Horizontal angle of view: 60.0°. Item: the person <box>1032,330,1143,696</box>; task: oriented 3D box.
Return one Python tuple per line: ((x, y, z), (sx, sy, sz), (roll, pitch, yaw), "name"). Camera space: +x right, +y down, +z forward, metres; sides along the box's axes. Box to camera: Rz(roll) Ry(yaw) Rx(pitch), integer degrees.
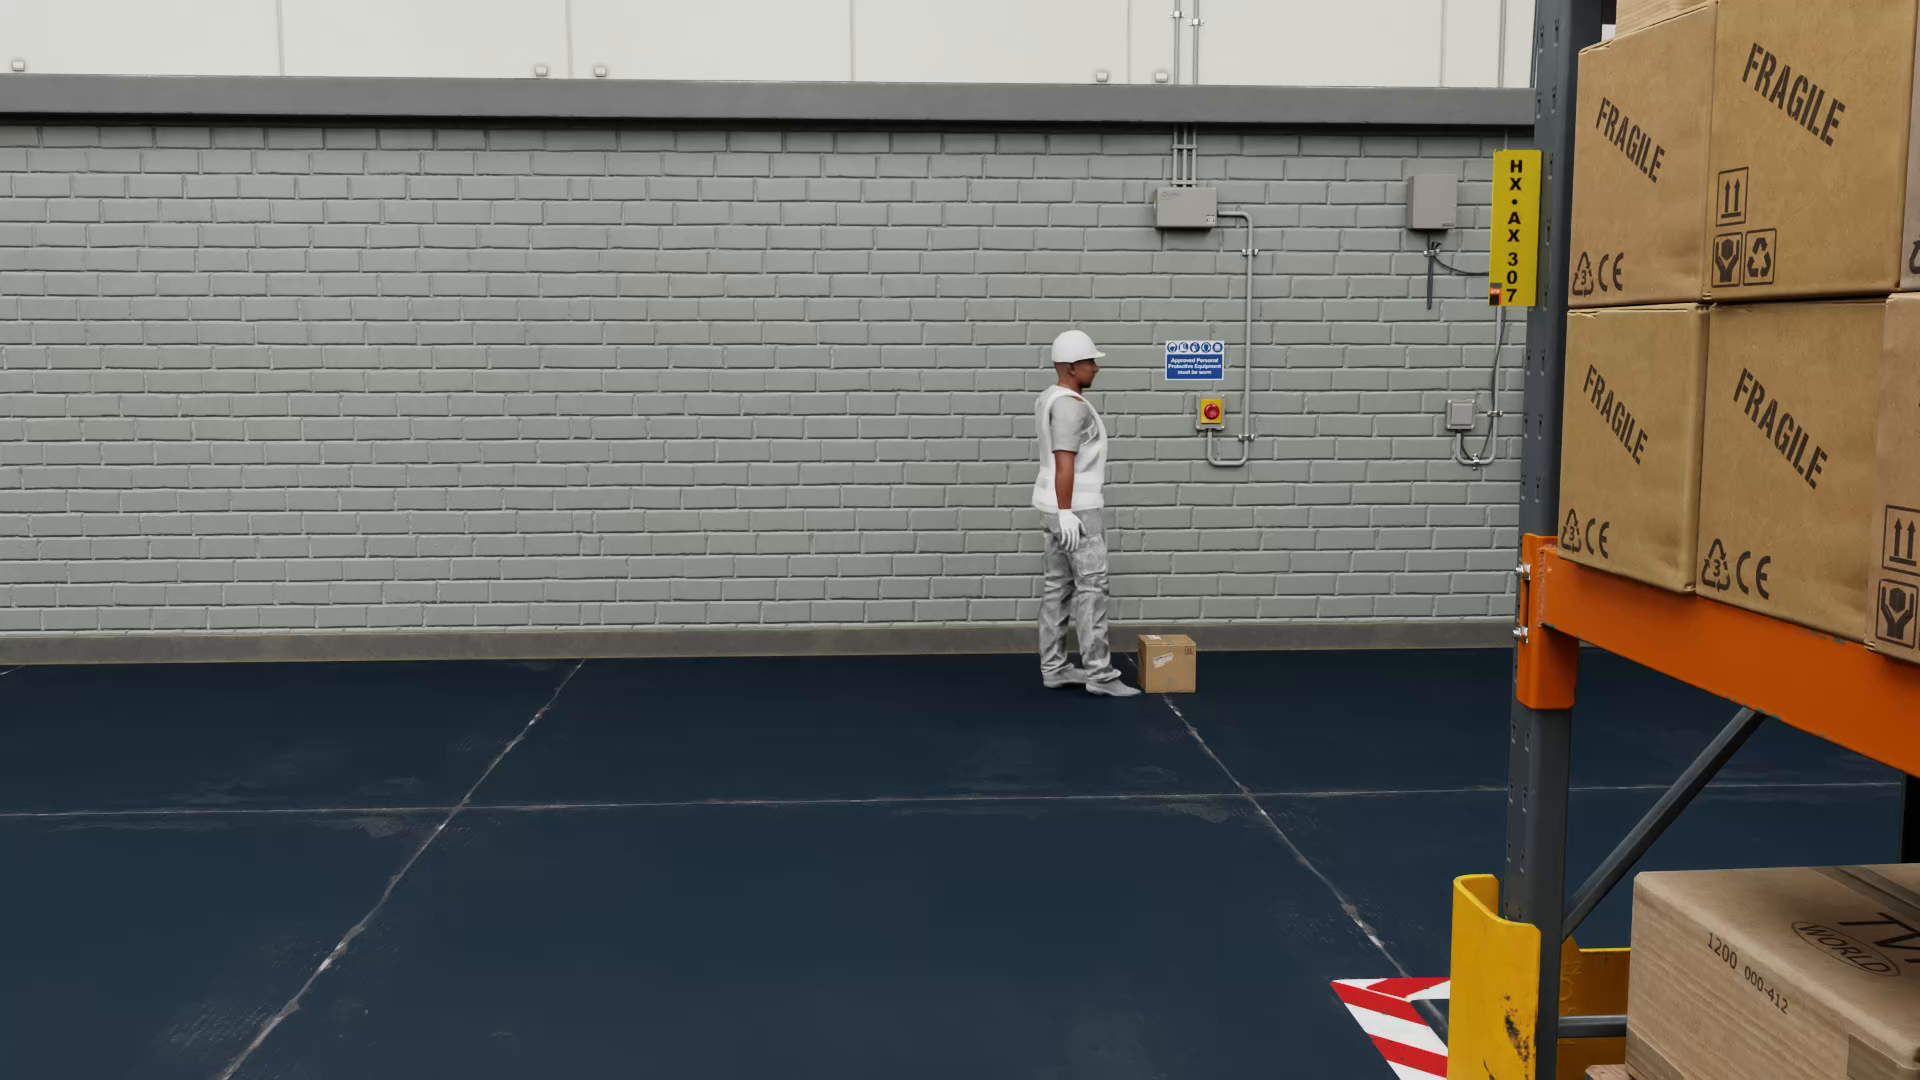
((0.625, -0.128, 8.316), (0.517, 1.825, 0.594), (-1, 7, -12), "person")
